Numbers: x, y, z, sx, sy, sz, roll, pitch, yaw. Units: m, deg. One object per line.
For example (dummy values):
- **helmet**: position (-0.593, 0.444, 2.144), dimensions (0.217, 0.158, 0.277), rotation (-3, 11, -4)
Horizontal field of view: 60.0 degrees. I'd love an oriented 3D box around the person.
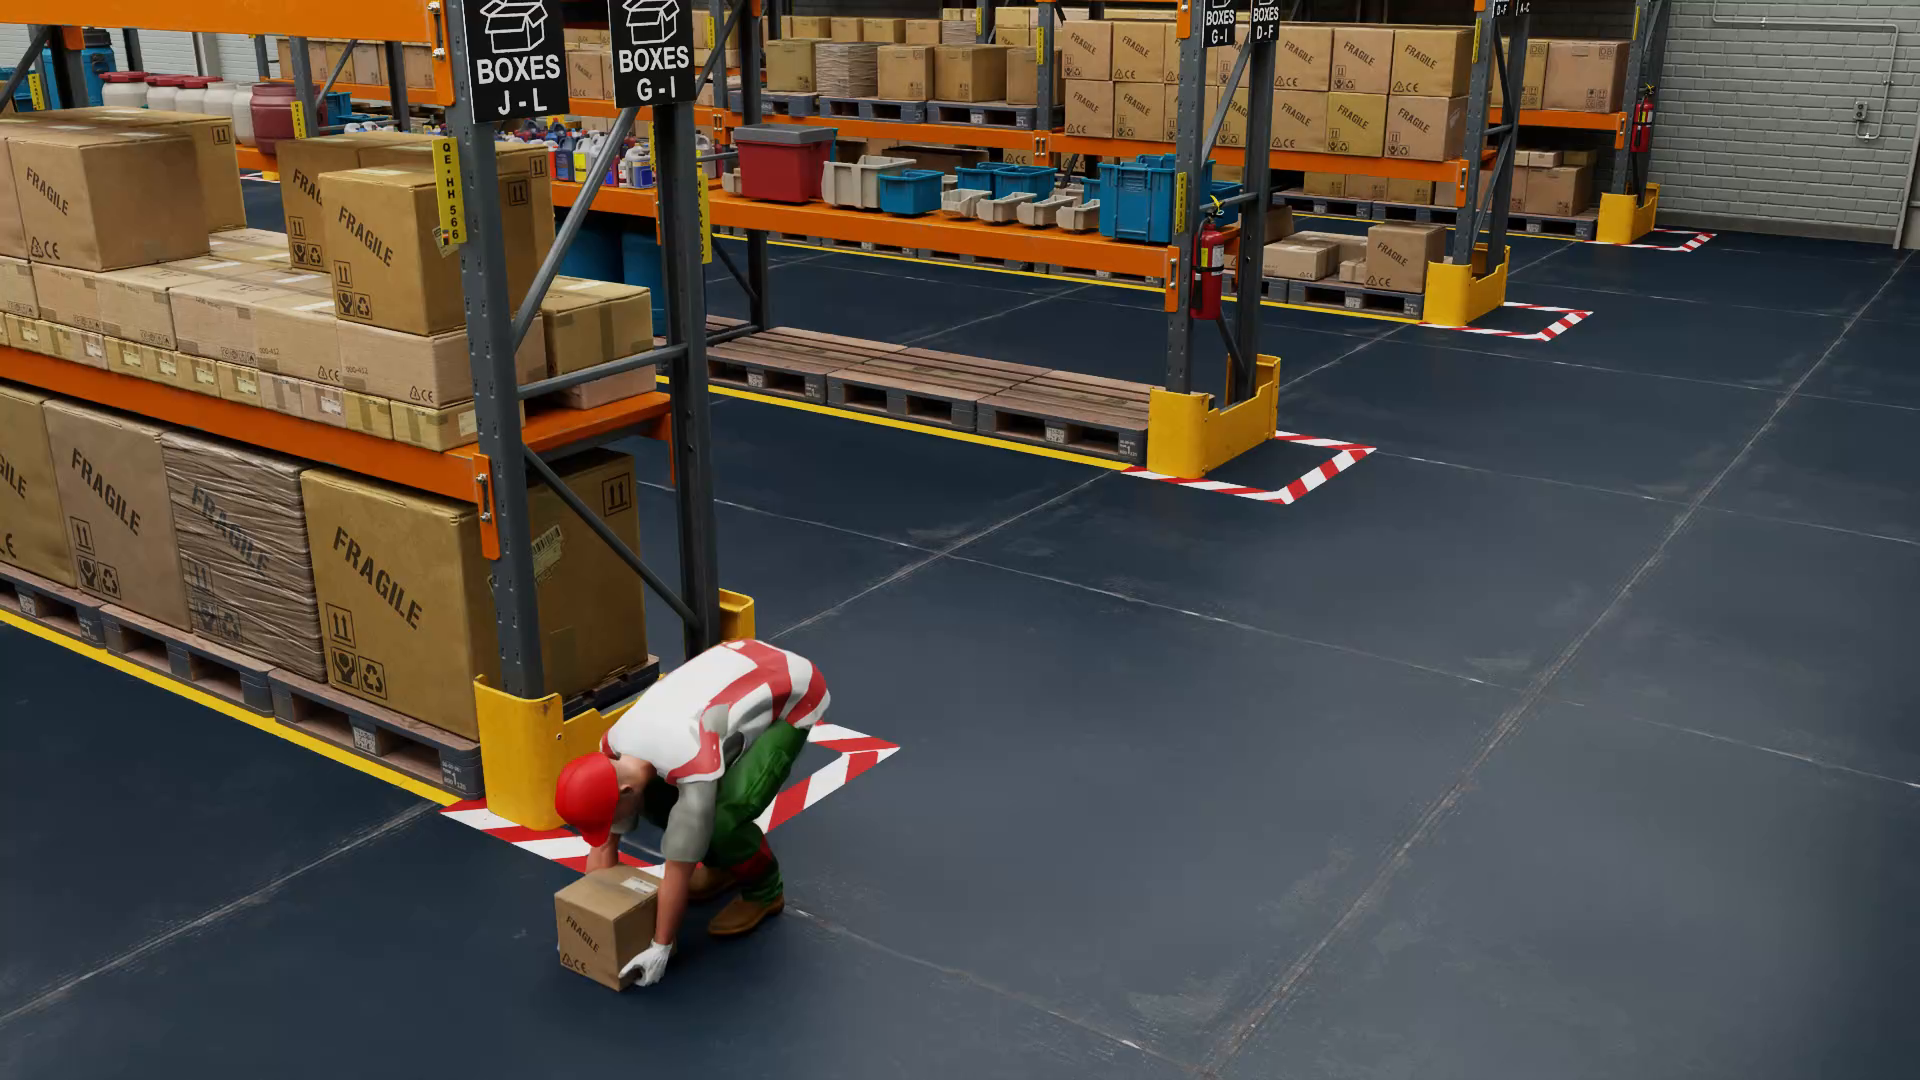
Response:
- **person**: position (-0.828, 0.814, 5.149), dimensions (0.526, 0.893, 0.961), rotation (18, 26, 40)
